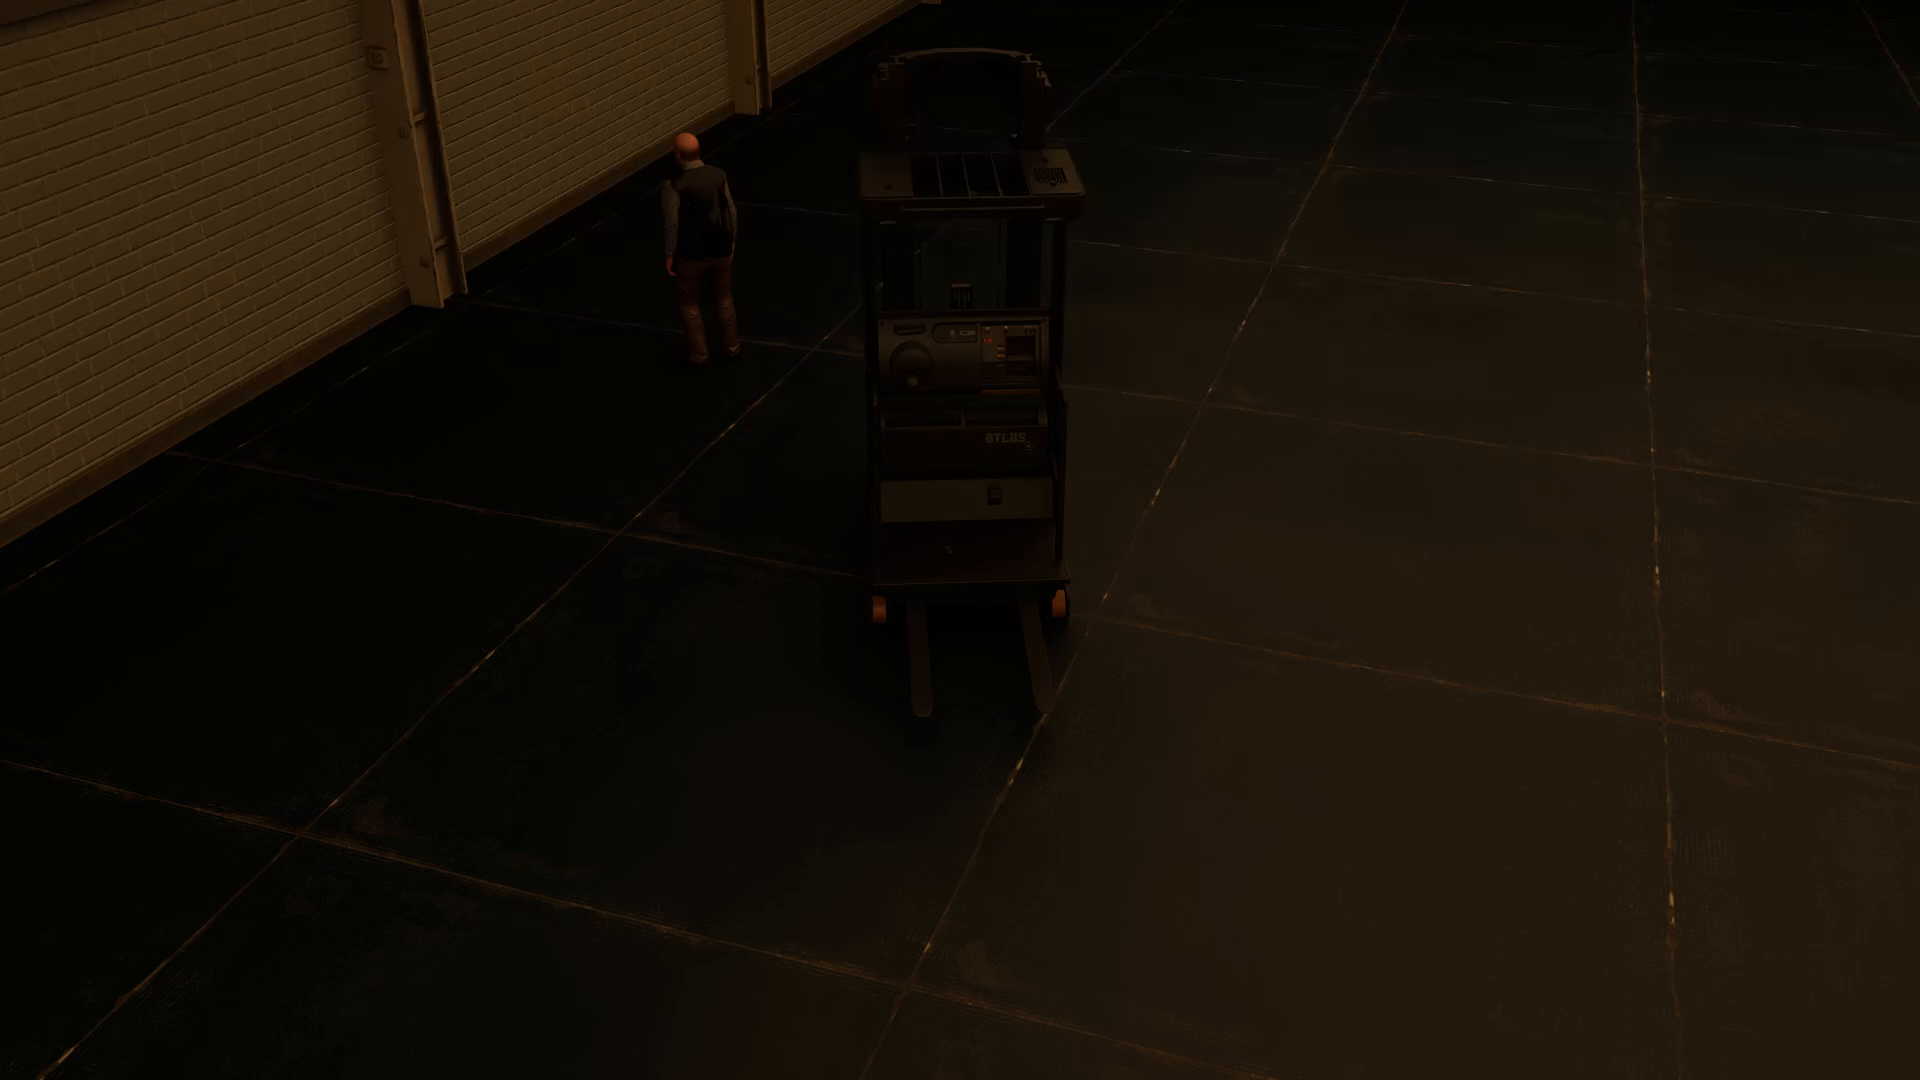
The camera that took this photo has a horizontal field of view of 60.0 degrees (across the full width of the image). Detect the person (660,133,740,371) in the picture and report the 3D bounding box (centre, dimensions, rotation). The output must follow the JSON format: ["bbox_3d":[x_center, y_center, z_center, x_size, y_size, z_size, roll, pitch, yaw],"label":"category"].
[{"bbox_3d":[-1.866,-2.067,11.988,0.582,1.719,0.426,-20,35,-31],"label":"person"}]

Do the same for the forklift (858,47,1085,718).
[{"bbox_3d":[0.035,-0.972,8.842,1.130,2.935,3.031,-2,30,-3],"label":"forklift"}]
